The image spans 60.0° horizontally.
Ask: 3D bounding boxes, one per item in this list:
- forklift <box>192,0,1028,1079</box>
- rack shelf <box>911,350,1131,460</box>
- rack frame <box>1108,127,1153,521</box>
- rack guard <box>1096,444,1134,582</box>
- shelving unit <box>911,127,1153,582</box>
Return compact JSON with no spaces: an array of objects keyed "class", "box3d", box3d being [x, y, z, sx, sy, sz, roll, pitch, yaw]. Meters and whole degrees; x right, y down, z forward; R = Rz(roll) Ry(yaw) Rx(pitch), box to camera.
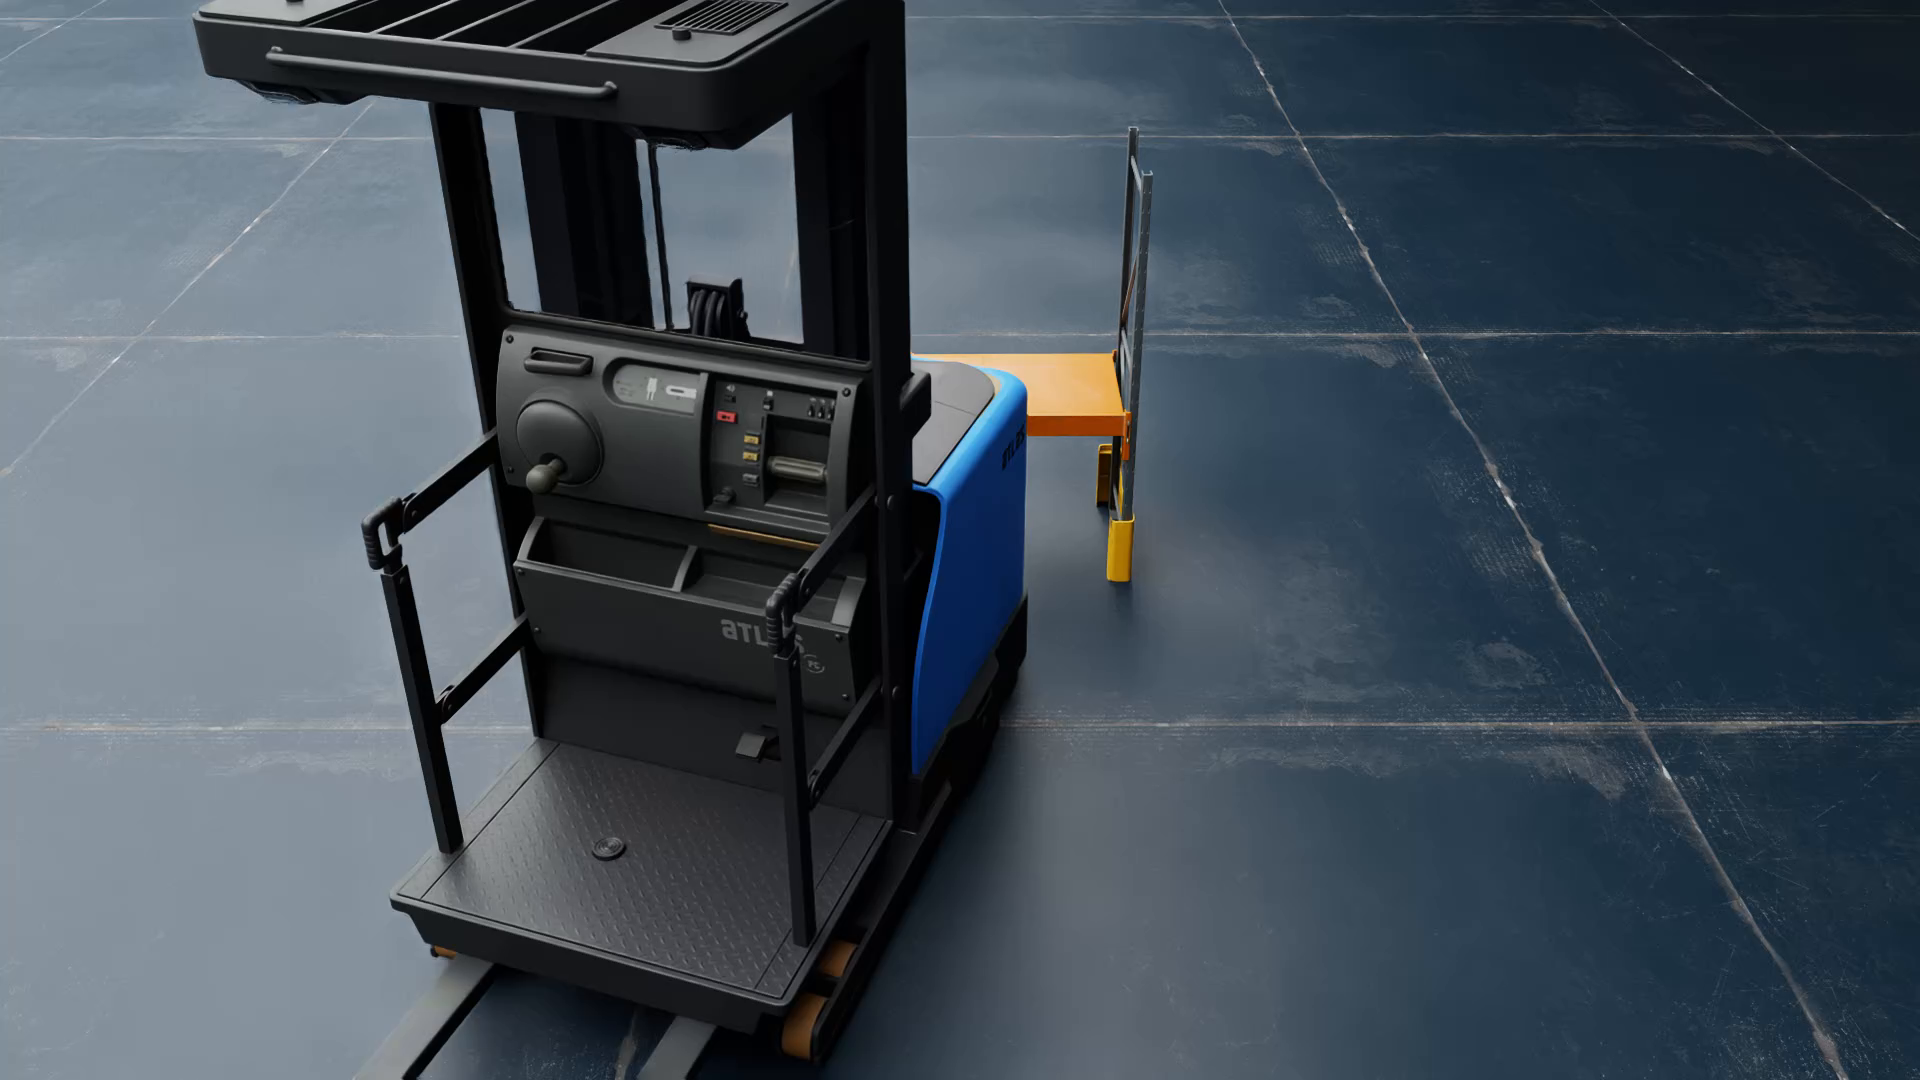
[{"class":"forklift","box3d":[-0.750,-0.205,3.762,1.130,2.935,3.031,10,33,16]},{"class":"rack shelf","box3d":[0.085,-0.488,5.955,1.000,0.185,0.538,0,31,0]},{"class":"rack frame","box3d":[0.594,-0.643,5.864,0.032,1.500,0.500,0,31,0]},{"class":"rack guard","box3d":[0.574,-0.109,6.188,0.087,0.250,0.587,0,31,0]},{"class":"shelving unit","box3d":[0.076,-0.641,5.861,1.083,1.500,0.587,0,31,0]}]
